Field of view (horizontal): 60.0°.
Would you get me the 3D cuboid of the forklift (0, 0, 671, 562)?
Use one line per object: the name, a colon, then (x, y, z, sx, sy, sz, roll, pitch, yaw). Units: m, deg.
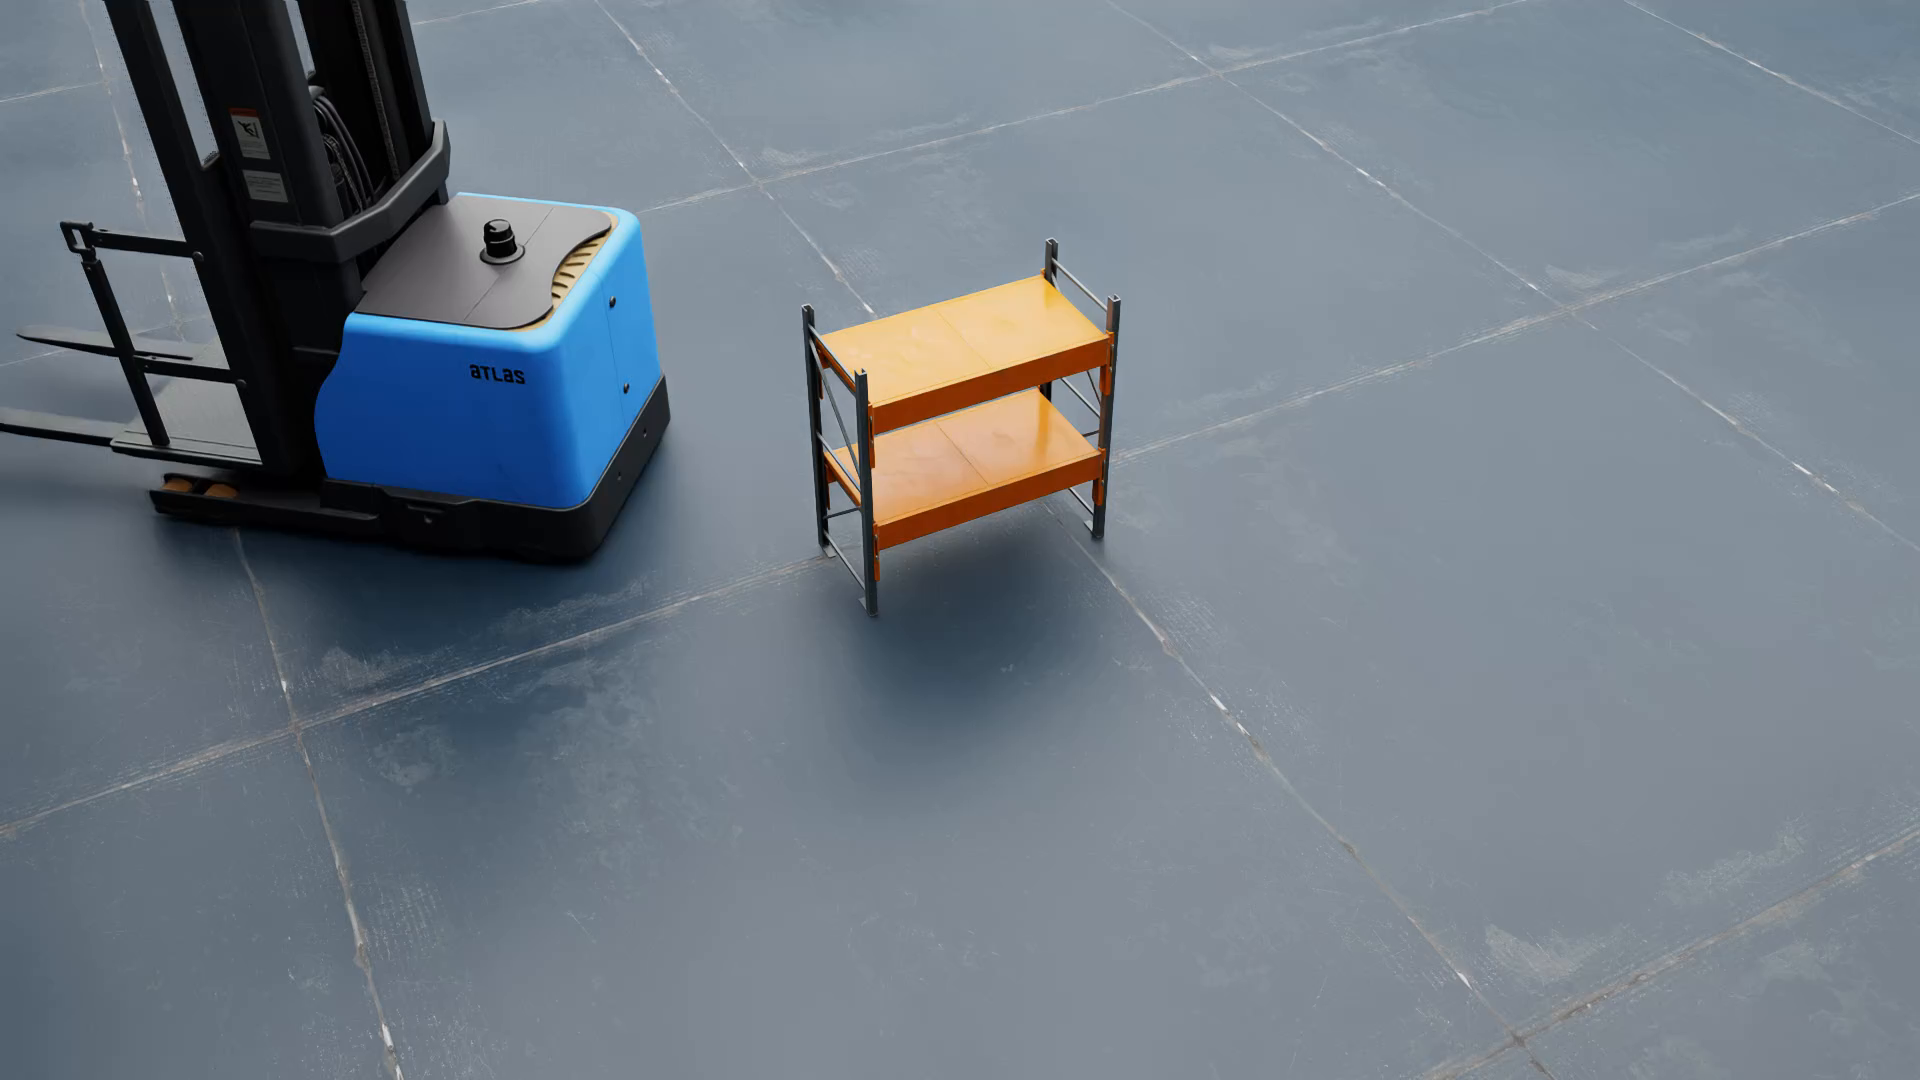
forklift: (-2.834, -1.508, 6.263, 3.031, 2.935, 1.130, 8, 41, 9)

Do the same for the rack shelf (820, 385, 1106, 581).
rack shelf: (0.006, -0.245, 6.547, 1.000, 0.278, 0.538, -19, 44, -21)

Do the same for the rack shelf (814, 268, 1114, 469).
rack shelf: (0.006, -0.655, 6.200, 1.000, 0.278, 0.538, -19, 44, -21)

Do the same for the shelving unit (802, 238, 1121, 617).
shelving unit: (0.006, -0.431, 6.389, 1.048, 1.125, 0.538, -19, 44, -21)

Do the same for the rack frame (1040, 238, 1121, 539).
rack frame: (0.457, -0.583, 6.568, 0.032, 1.125, 0.500, -19, 44, -21)

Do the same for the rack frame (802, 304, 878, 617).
rack frame: (-0.445, -0.280, 6.210, 0.032, 1.125, 0.500, -19, 44, -21)
